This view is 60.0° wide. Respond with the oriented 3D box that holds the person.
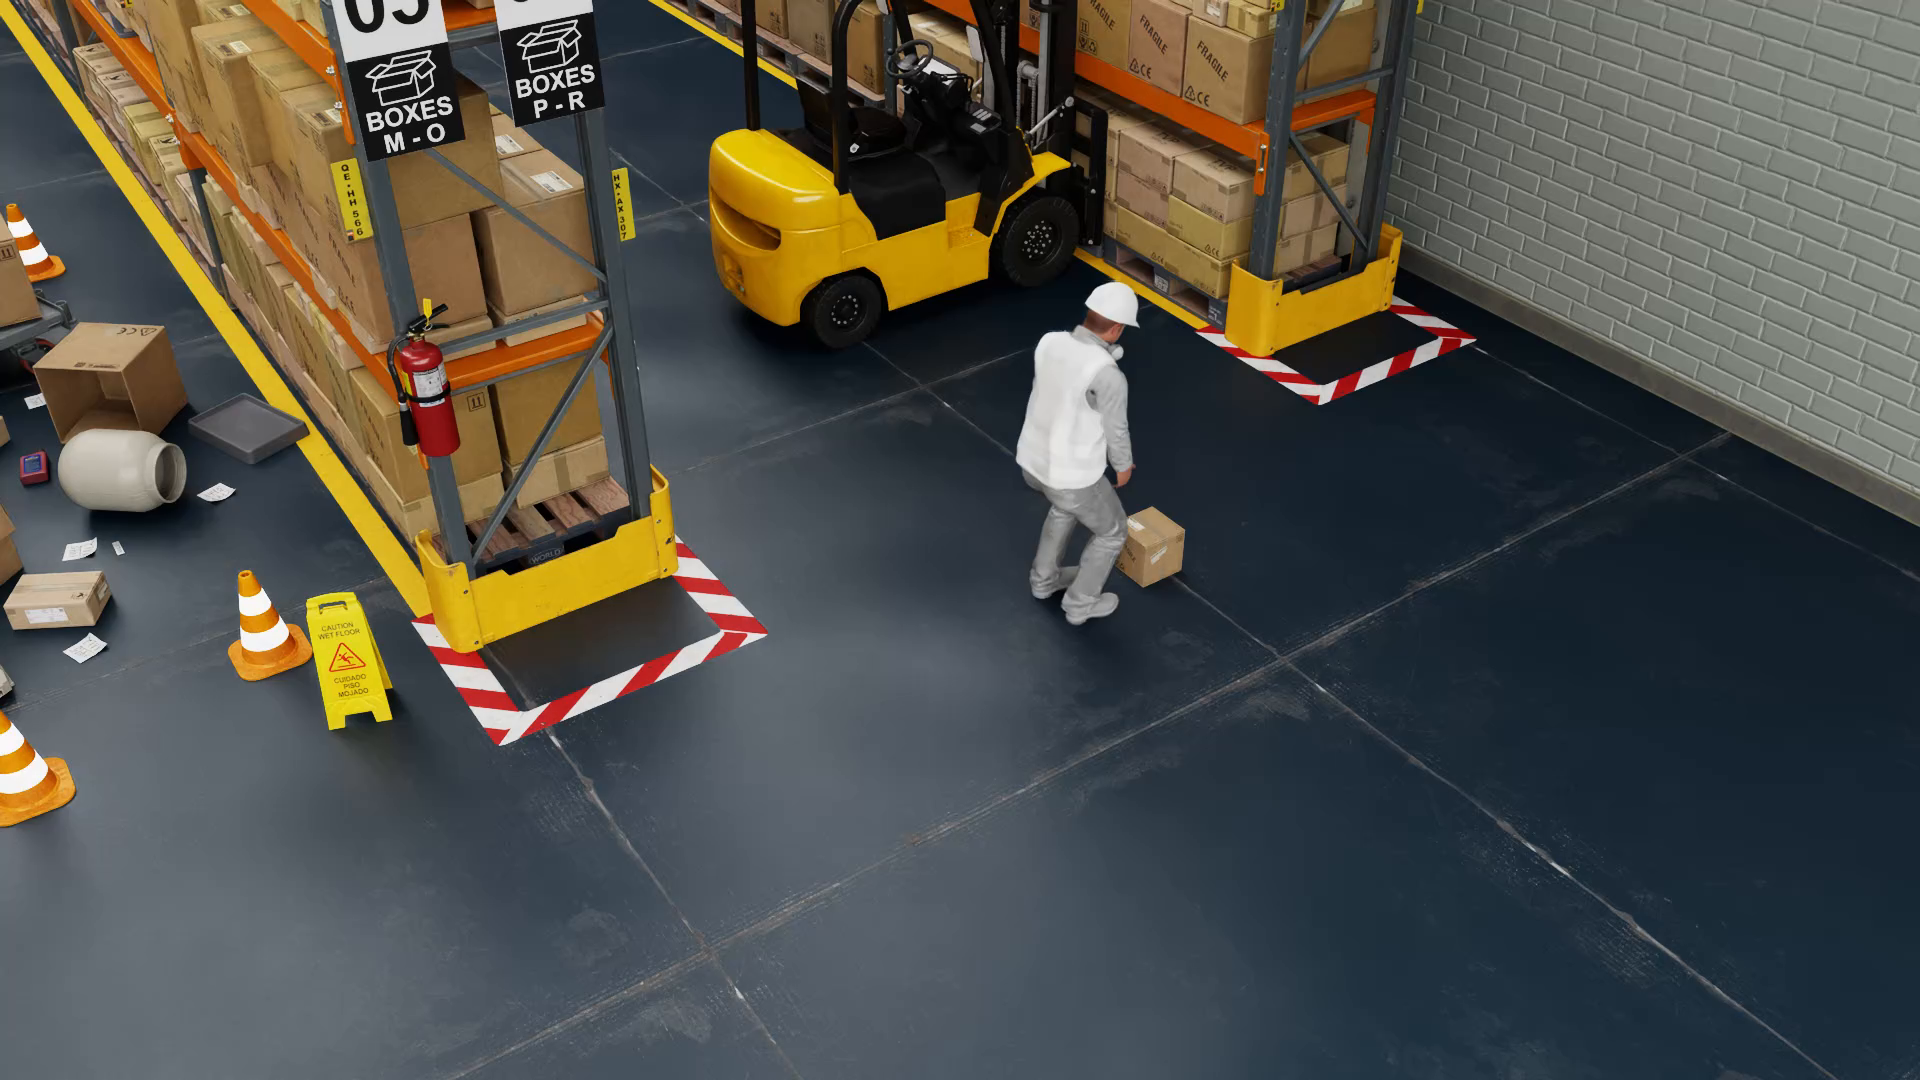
[{"bbox_3d":[0.566,-0.341,7.704,0.734,1.478,0.591,-22,42,-27],"label":"person"}]
